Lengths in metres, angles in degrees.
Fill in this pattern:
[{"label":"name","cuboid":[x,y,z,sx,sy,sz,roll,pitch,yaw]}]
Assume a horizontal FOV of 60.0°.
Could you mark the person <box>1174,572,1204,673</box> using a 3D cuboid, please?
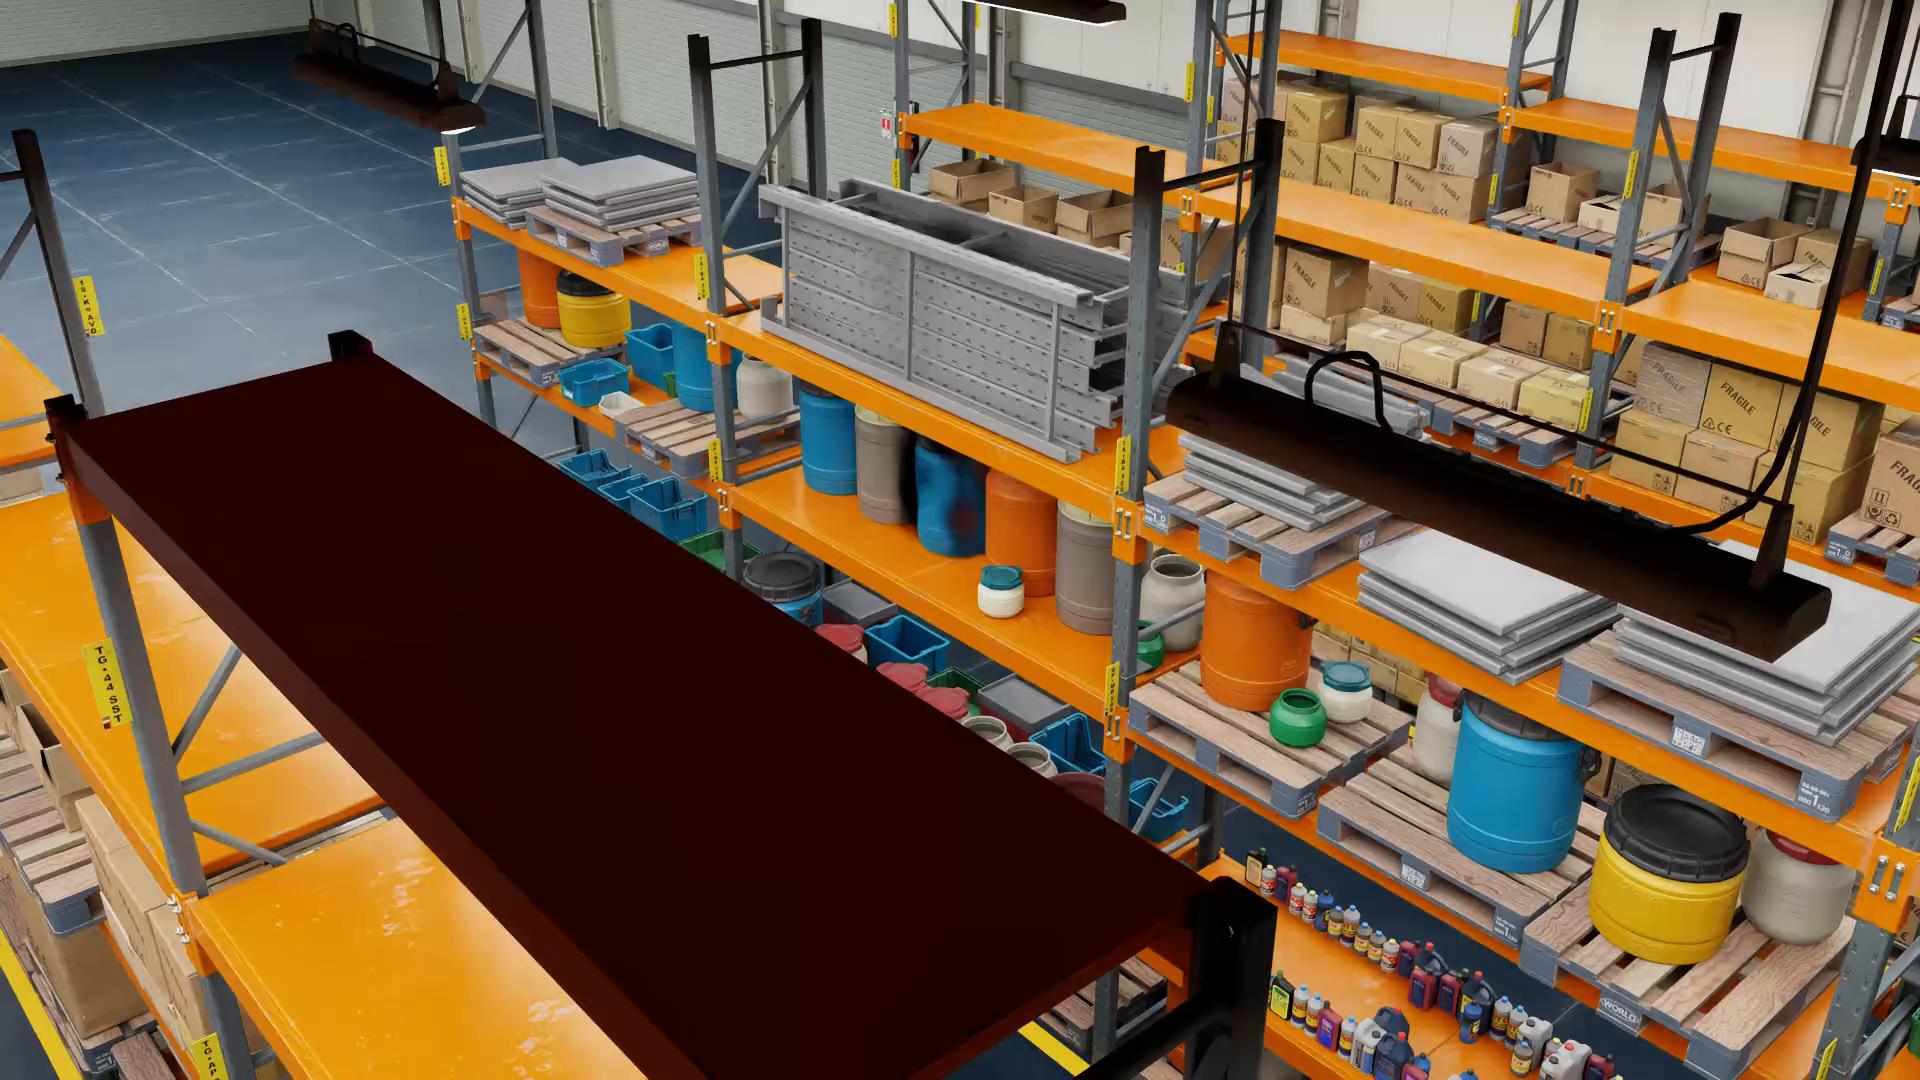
[{"label":"person","cuboid":[1.985,0.989,13.865,0.886,1.615,0.536,22,34,37]}]
